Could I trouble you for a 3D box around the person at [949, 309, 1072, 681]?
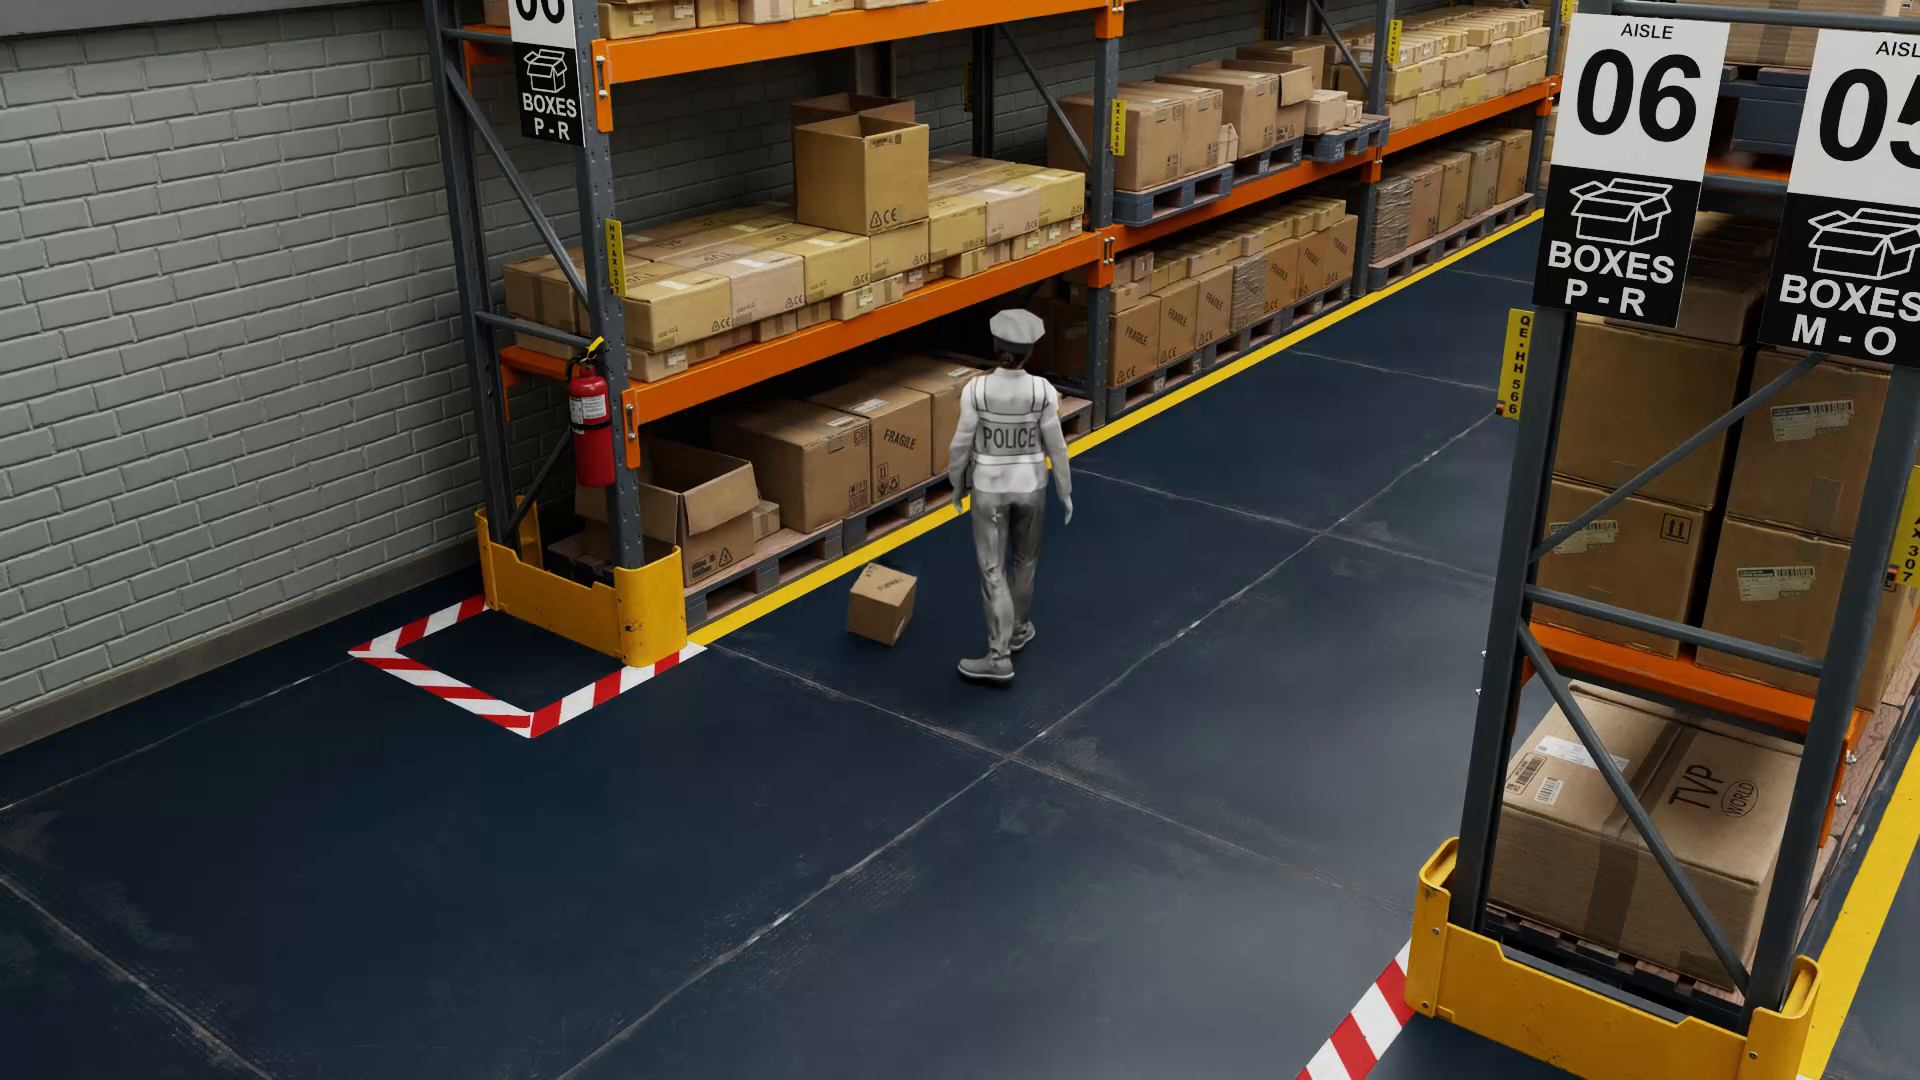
[{"bbox_3d":[0.234,-0.203,7.548,0.565,1.671,0.621,-3,24,-7],"label":"person"}]
